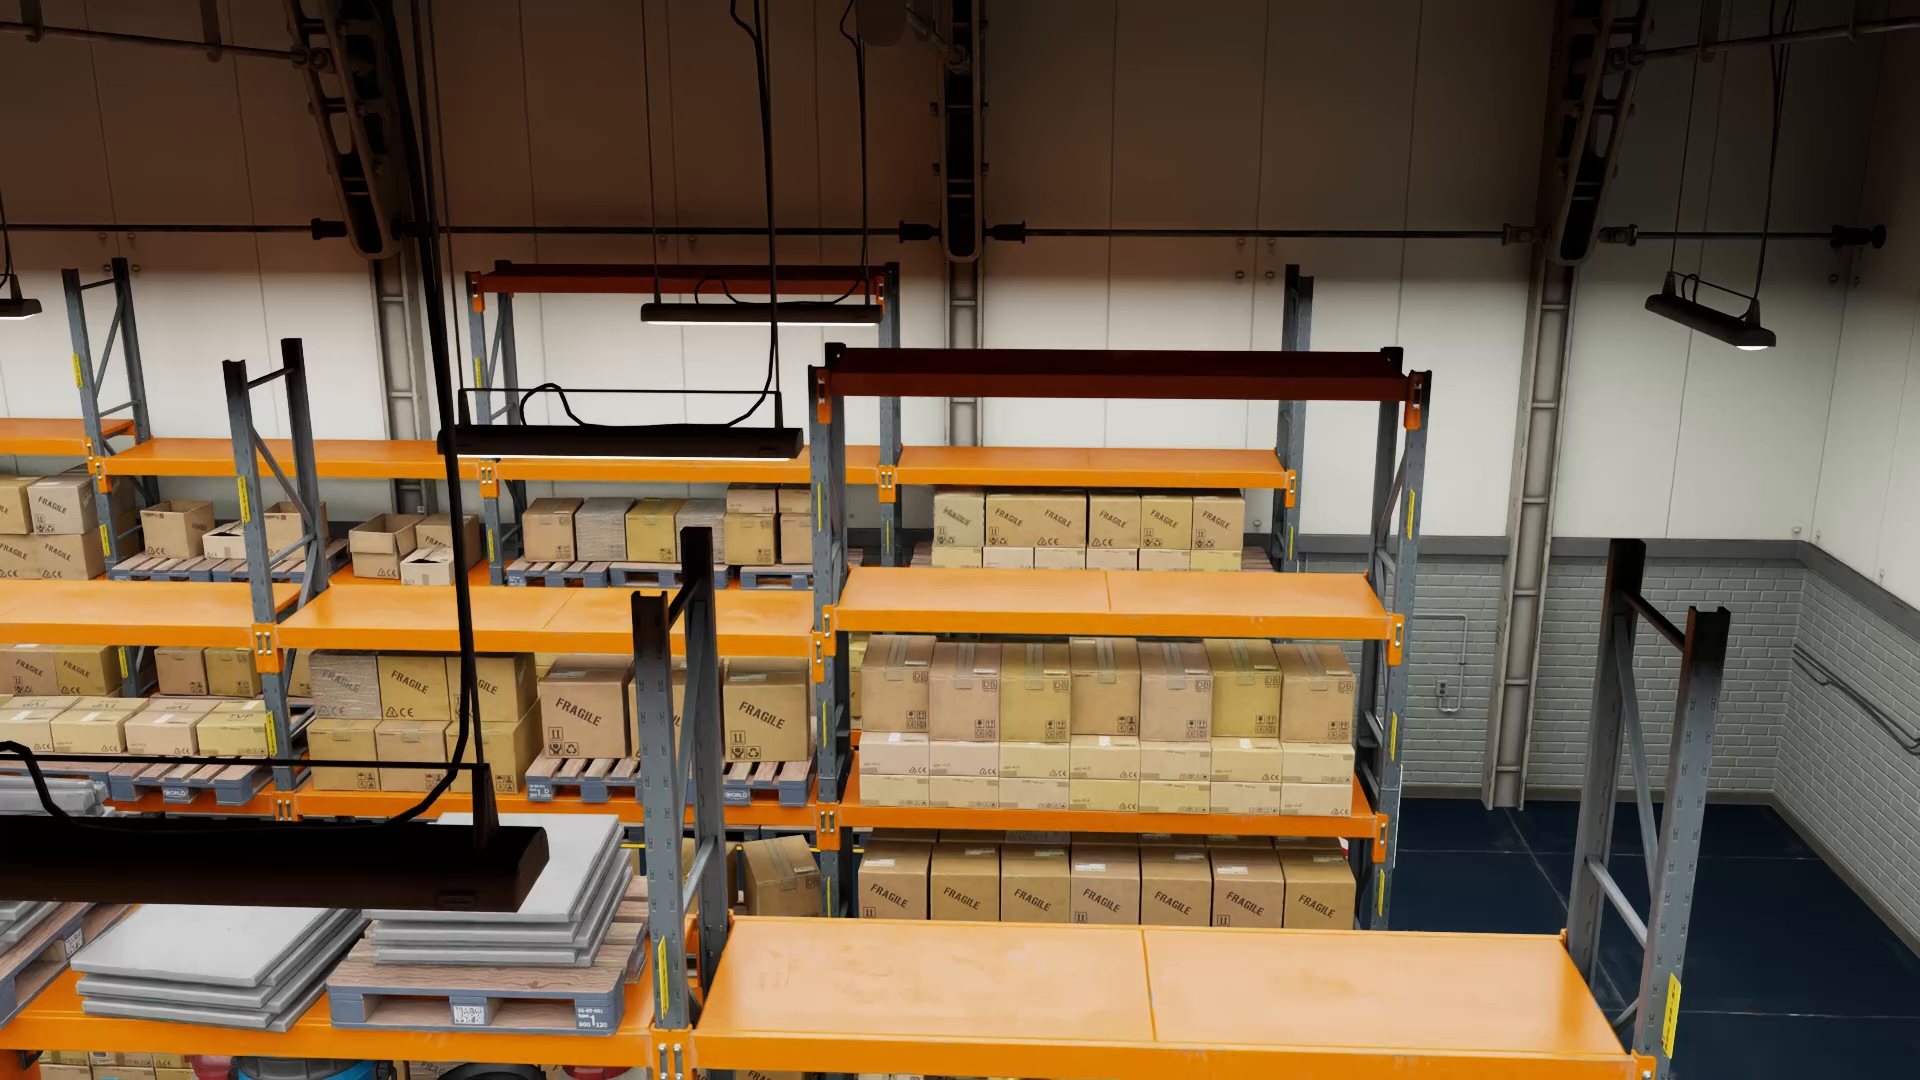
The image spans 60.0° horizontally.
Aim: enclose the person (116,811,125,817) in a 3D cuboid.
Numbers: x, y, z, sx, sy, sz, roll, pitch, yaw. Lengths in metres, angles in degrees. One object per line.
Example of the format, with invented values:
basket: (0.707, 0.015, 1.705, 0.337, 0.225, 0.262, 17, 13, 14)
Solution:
person: (-8.148, 2.887, 15.552, 0.786, 1.793, 0.558, 3, 16, 11)
